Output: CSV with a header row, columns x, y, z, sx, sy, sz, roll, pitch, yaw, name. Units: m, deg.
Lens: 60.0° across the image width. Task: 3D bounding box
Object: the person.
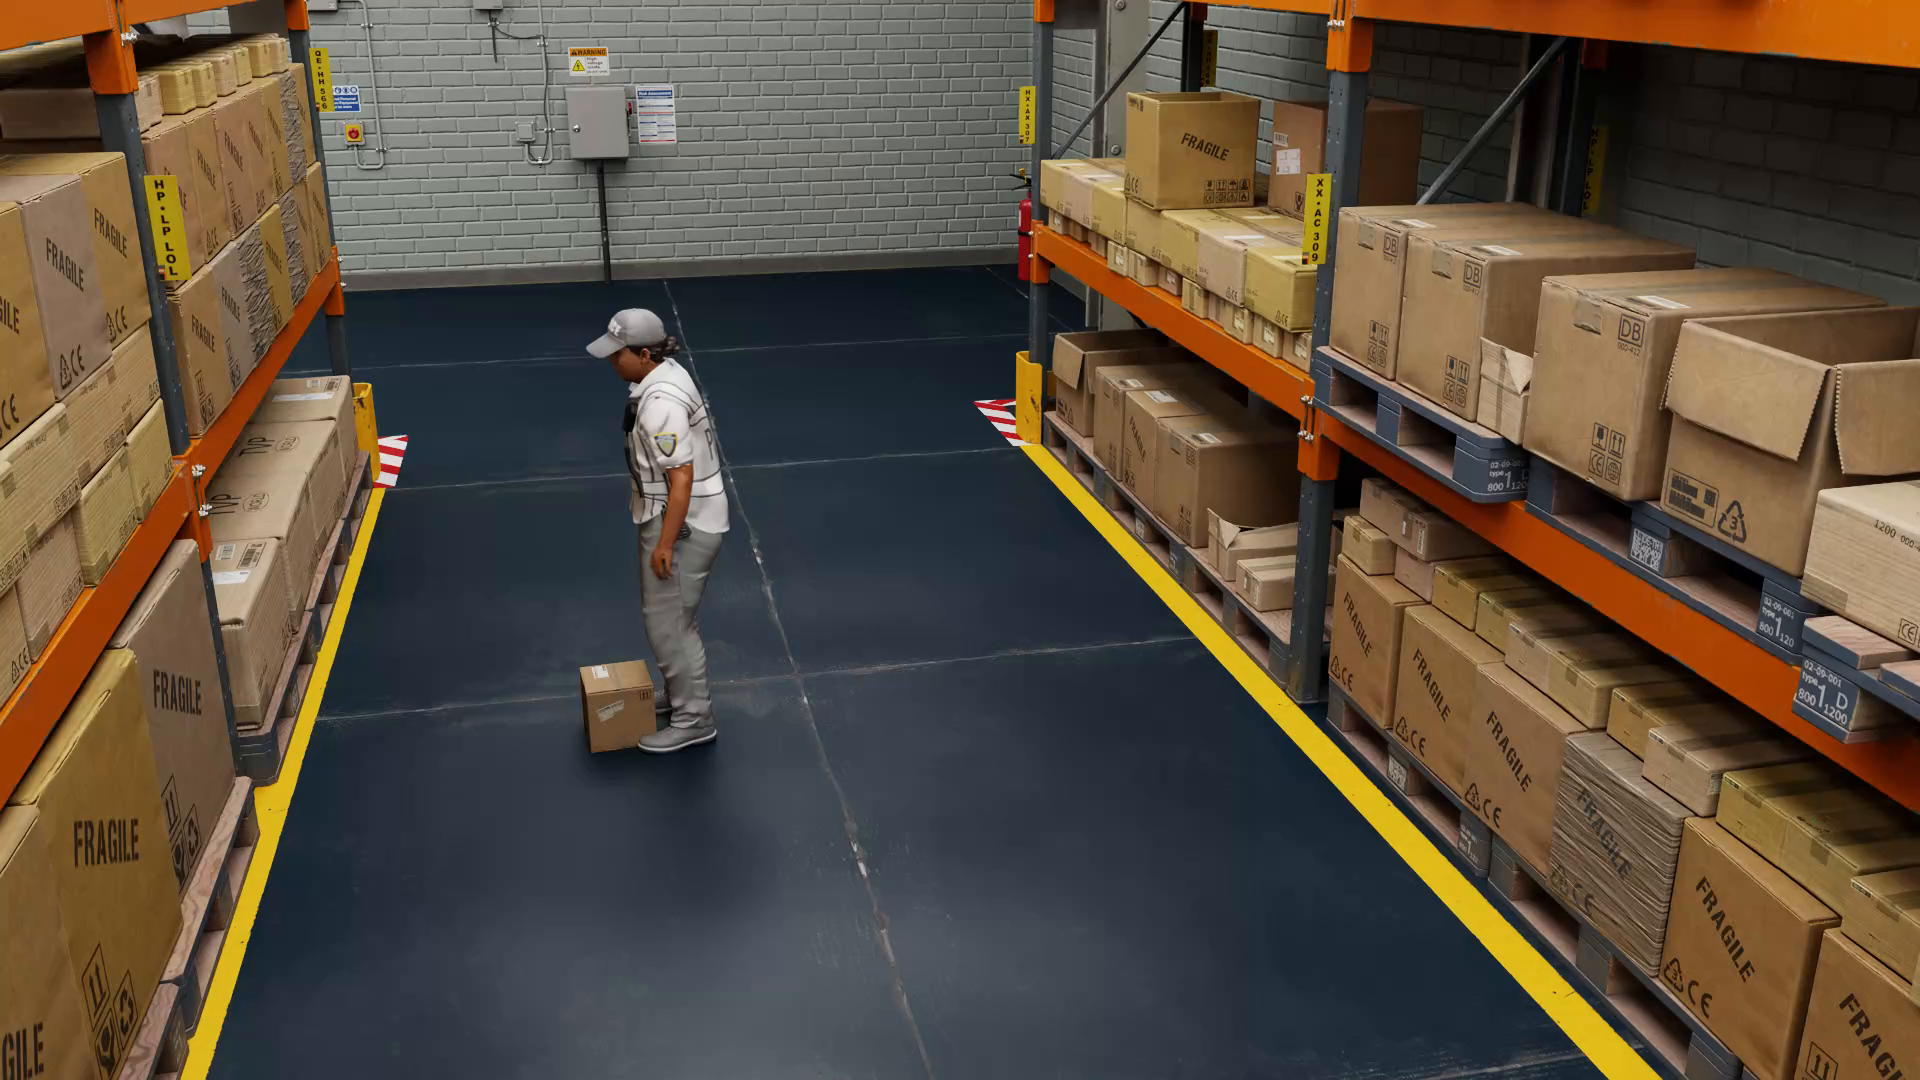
x,y,z,sx,sy,sz,roll,pitch,yaw,name
-1.101,-0.049,6.198,0.468,1.666,0.541,-5,20,-13,person
